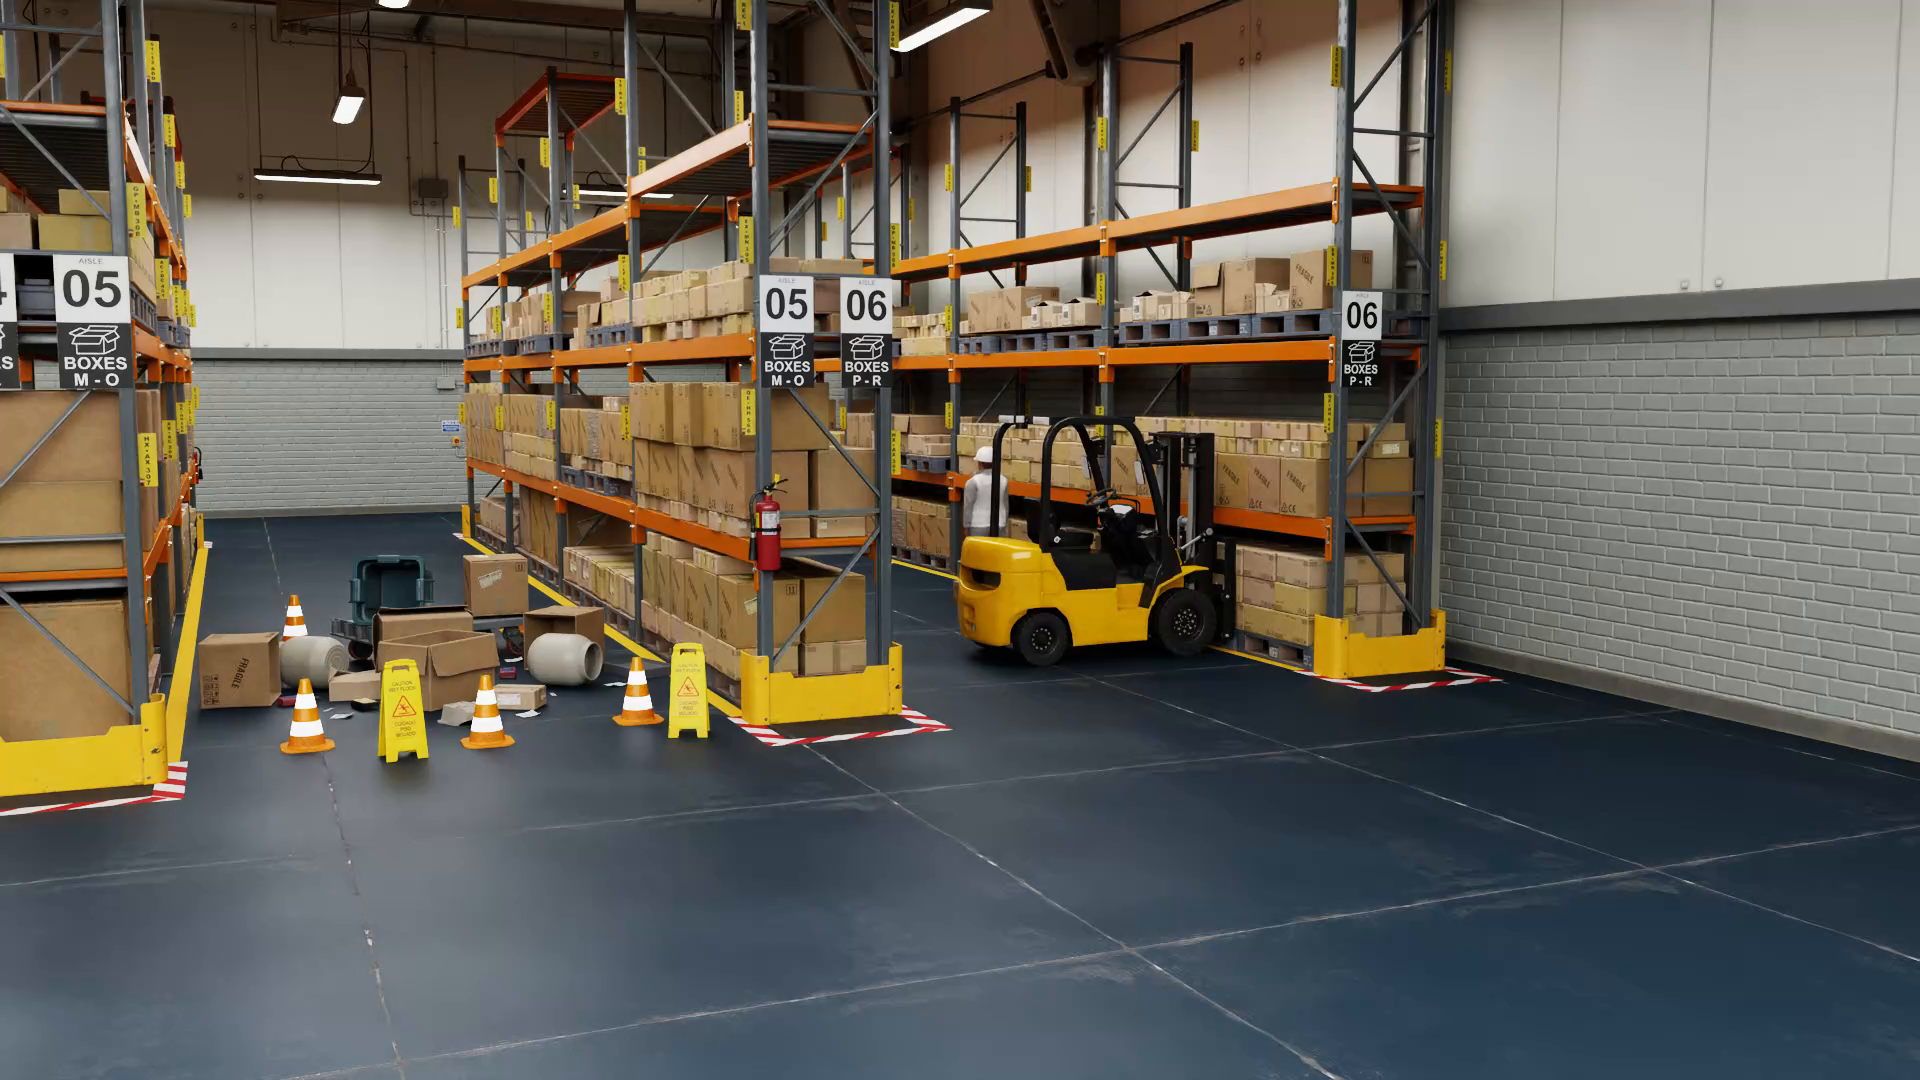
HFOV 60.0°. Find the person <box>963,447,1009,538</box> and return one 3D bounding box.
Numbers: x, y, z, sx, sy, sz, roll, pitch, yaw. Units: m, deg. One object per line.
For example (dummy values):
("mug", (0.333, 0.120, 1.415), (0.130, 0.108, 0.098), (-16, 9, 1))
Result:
("person", (0.270, -0.126, 17.985), (0.531, 1.769, 0.359), (-2, 6, -22))
